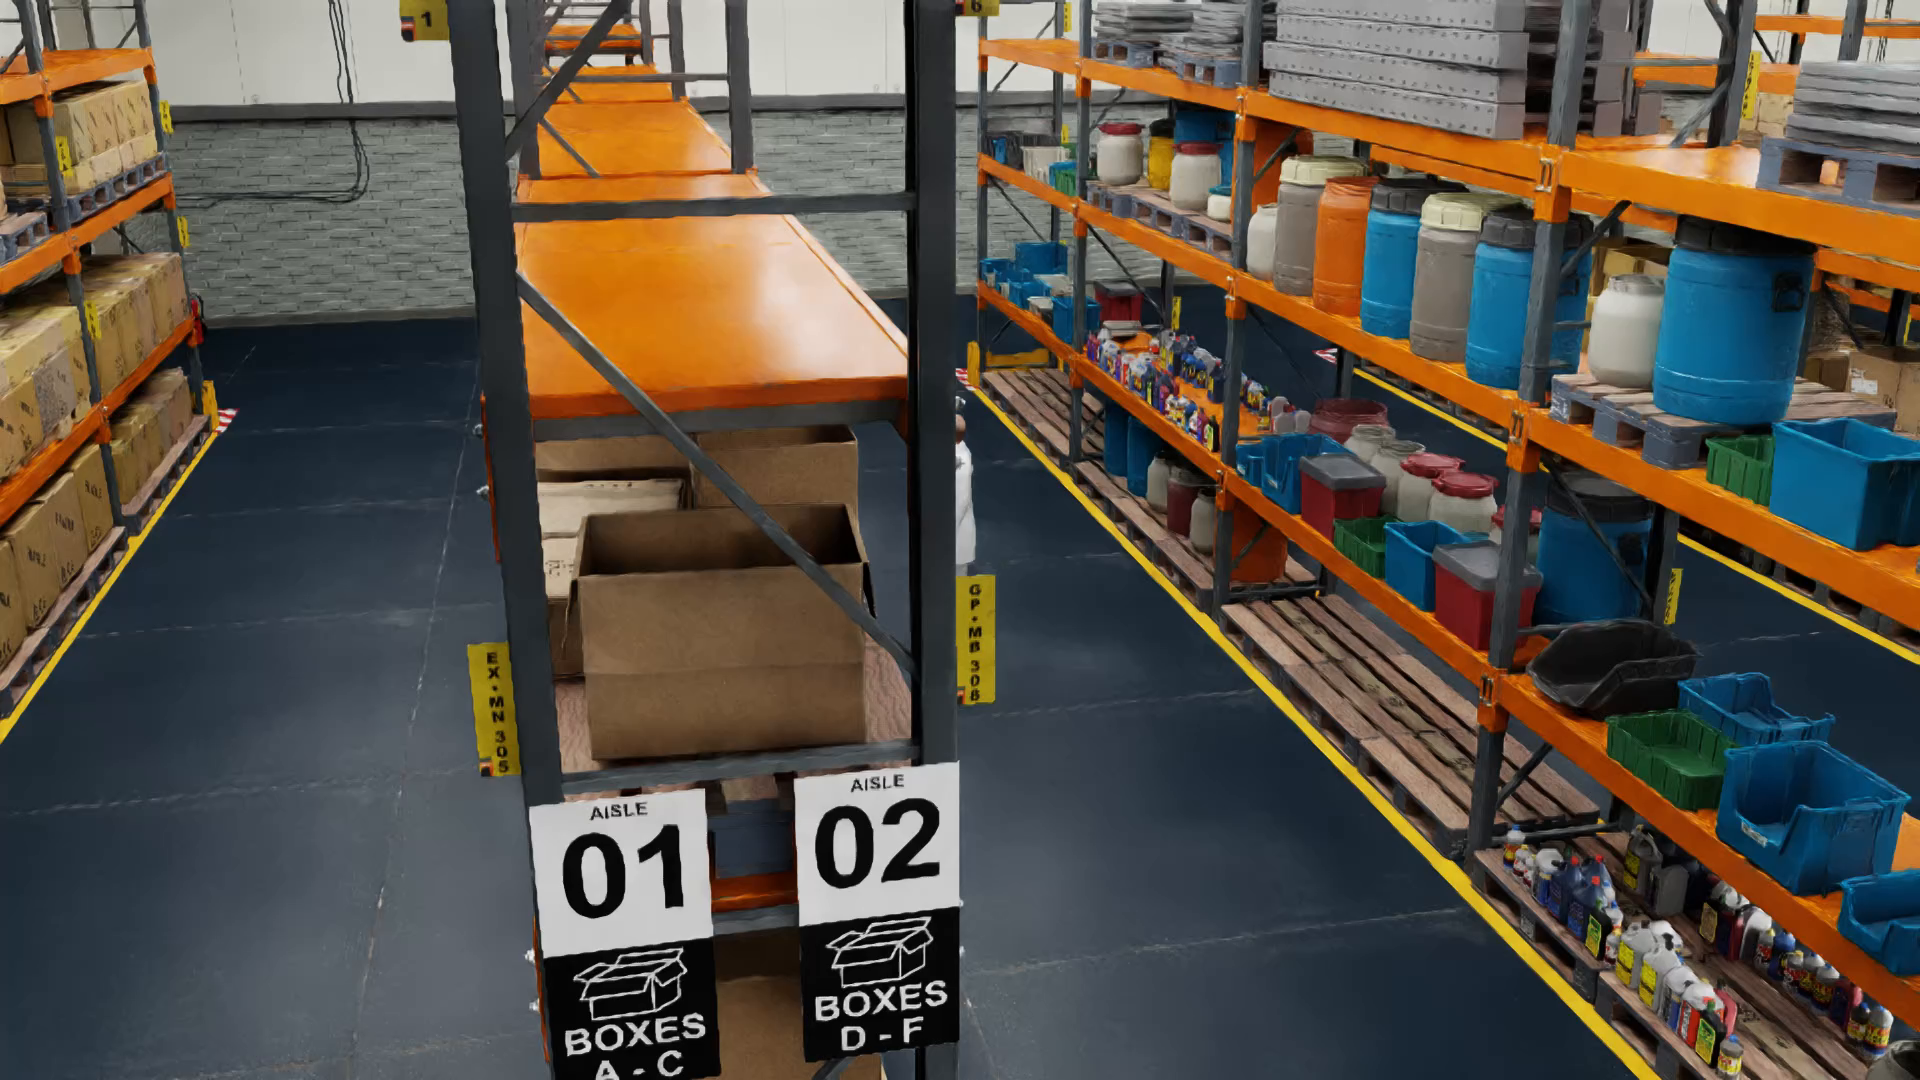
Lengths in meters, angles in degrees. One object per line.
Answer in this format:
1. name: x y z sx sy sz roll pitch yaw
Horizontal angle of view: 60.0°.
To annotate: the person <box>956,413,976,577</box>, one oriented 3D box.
1. person: -0.099 -0.072 12.613 0.433 1.826 0.637 -1 19 -2
